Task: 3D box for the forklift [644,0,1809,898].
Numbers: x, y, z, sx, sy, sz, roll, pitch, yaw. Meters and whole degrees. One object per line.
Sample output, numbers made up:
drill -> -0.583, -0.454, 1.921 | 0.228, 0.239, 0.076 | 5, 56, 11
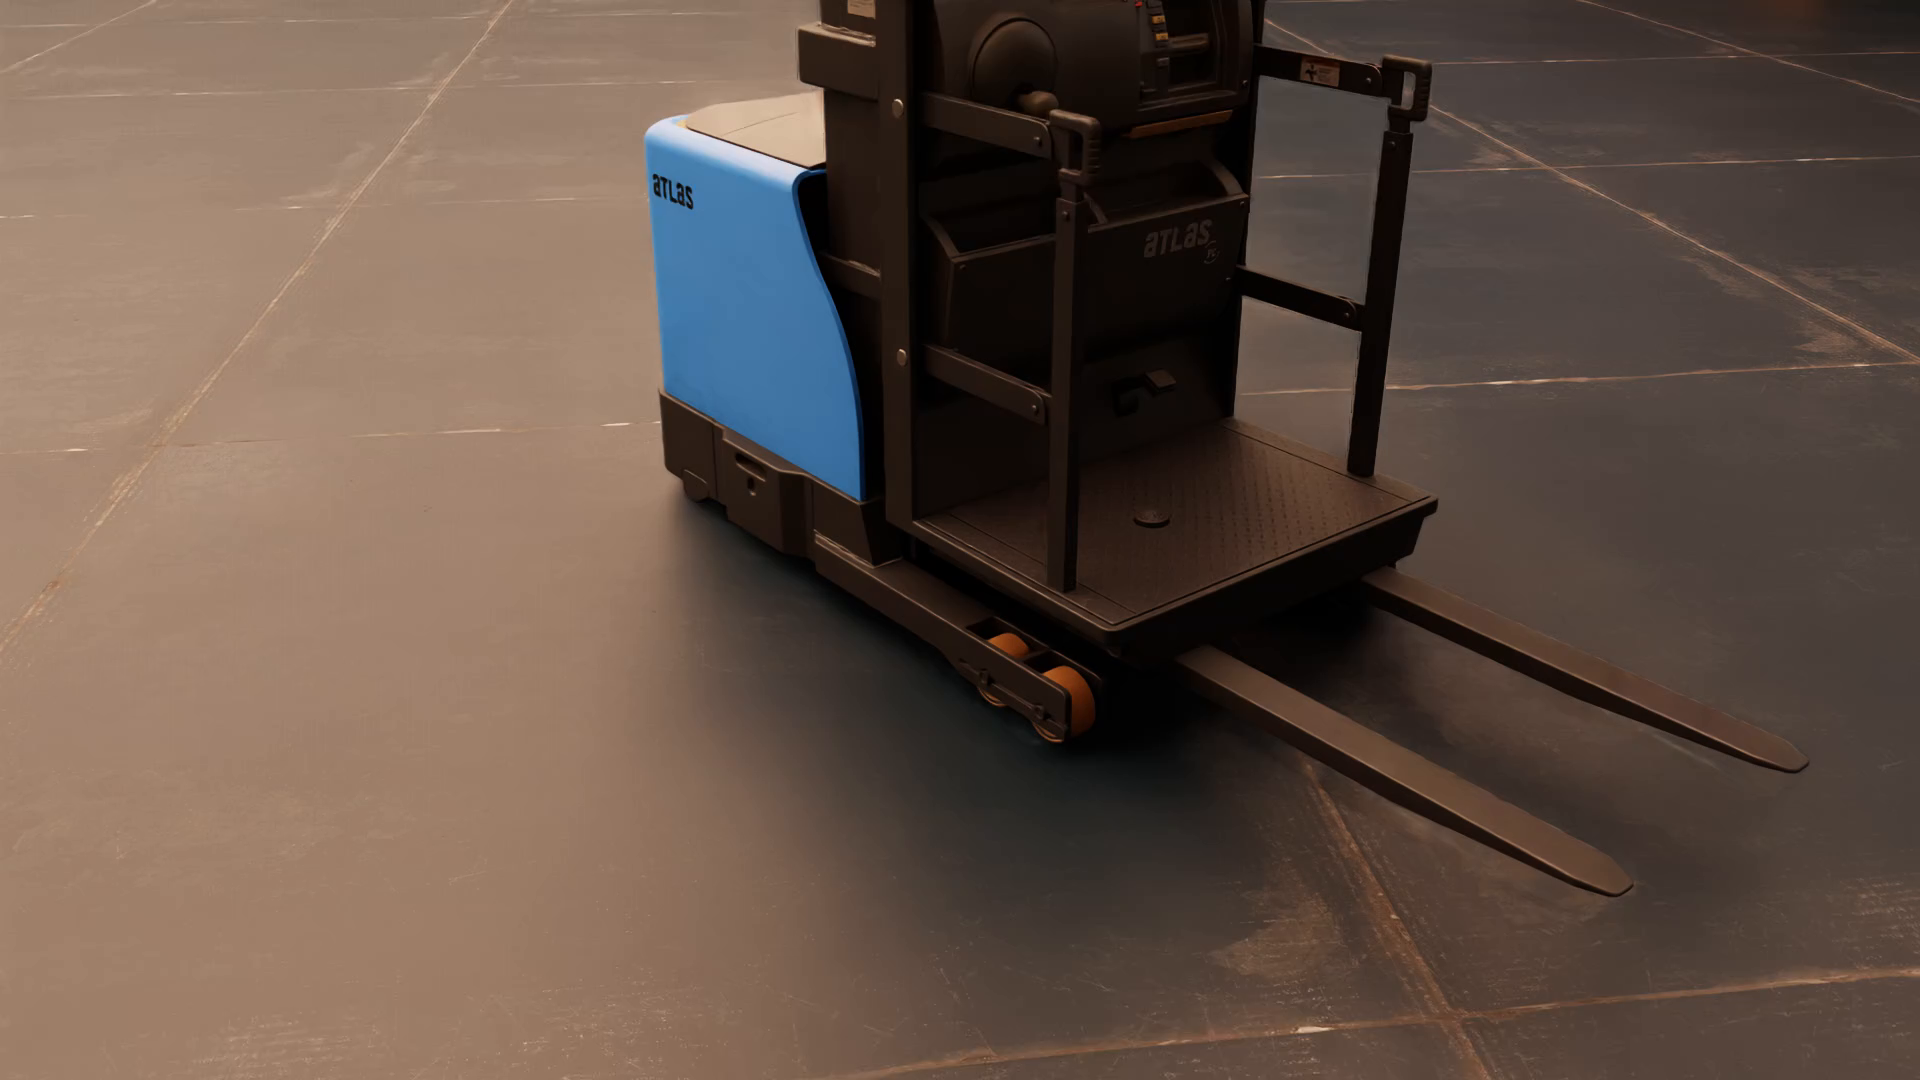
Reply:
forklift -> 0.438, -1.117, 3.548 | 1.130, 2.935, 3.031 | -19, 32, -34
